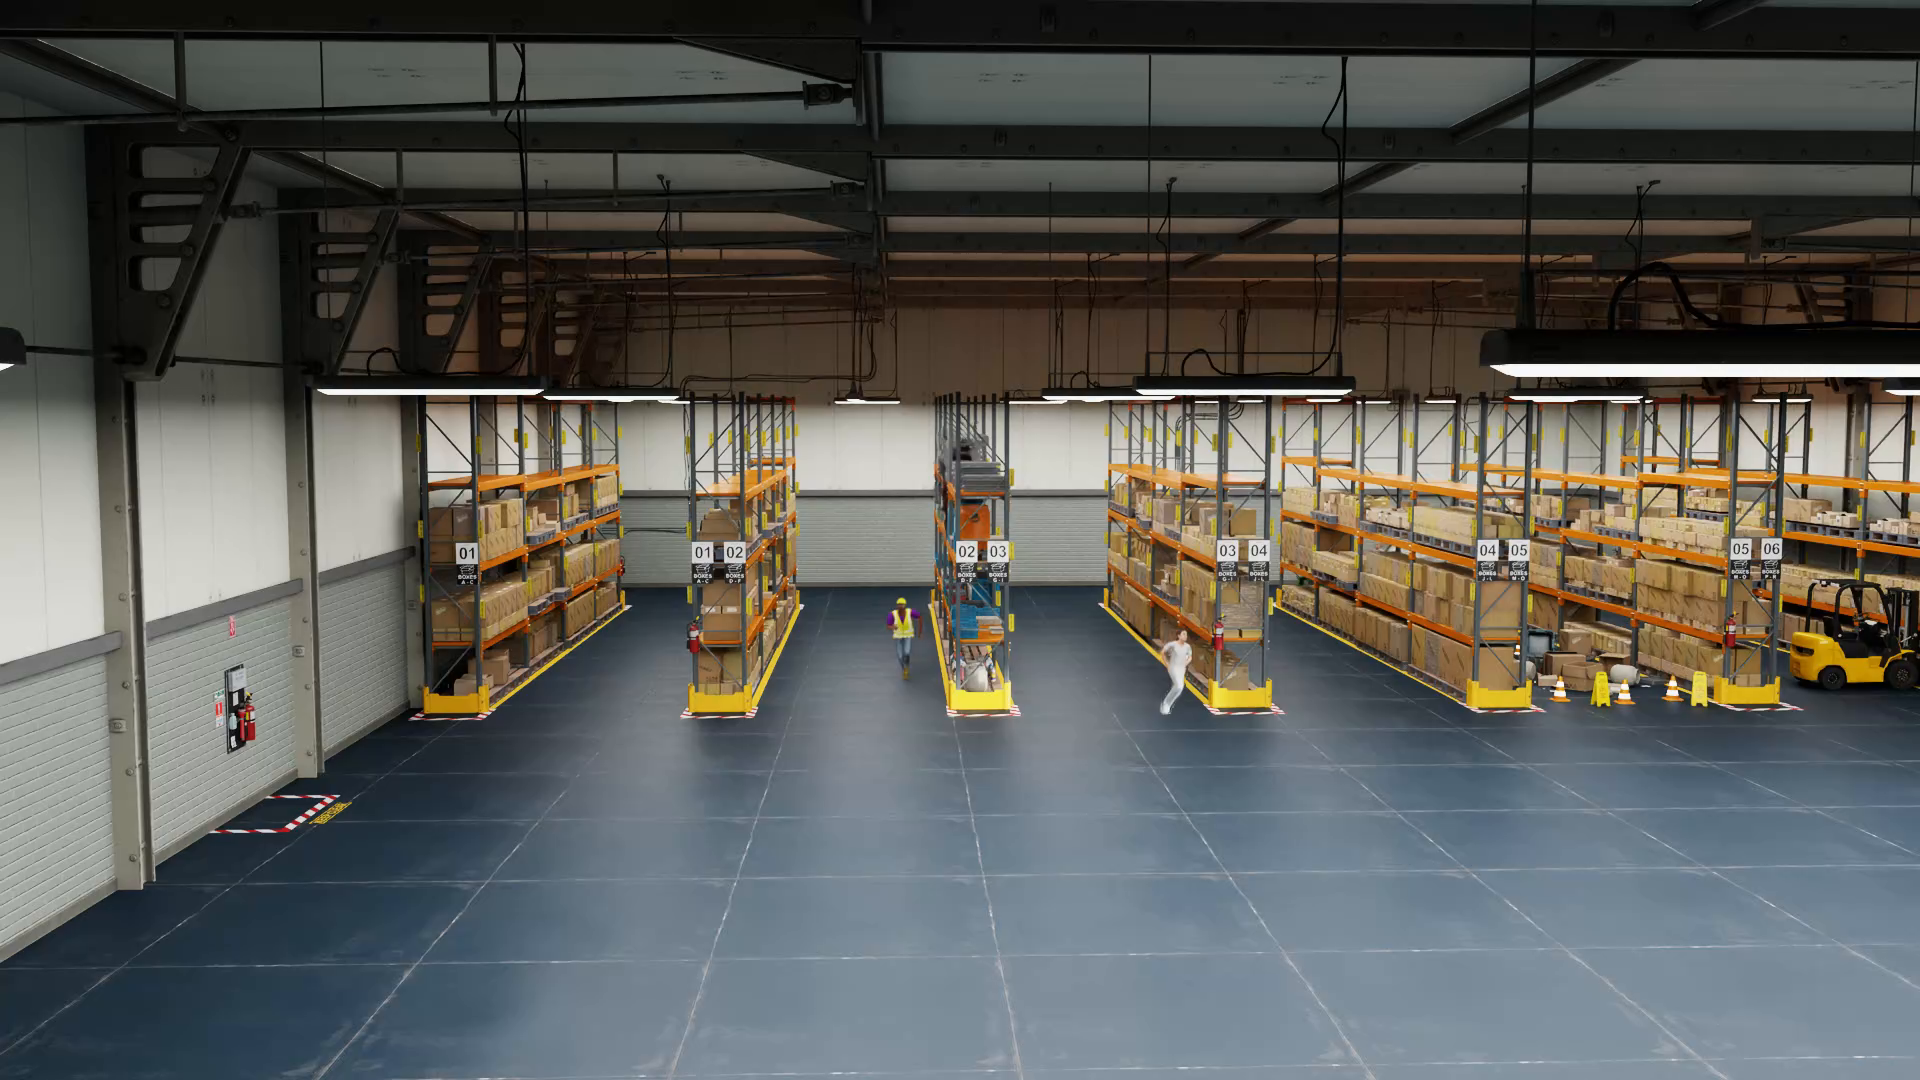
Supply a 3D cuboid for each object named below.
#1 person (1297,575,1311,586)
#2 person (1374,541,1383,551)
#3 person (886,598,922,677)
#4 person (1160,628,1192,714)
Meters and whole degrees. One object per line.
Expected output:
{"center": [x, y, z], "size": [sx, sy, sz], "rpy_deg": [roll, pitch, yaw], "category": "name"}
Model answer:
{"center": [10.158, 0.914, 48.824], "size": [0.974, 1.768, 0.717], "rpy_deg": [3, 5, 31], "category": "person"}
{"center": [12.452, 0.896, 49.586], "size": [0.637, 1.736, 0.709], "rpy_deg": [-2, 5, -20], "category": "person"}
{"center": [-1.171, 2.055, 34.867], "size": [0.743, 1.709, 0.745], "rpy_deg": [0, 5, 2], "category": "person"}
{"center": [4.054, 2.438, 30.905], "size": [0.606, 1.597, 0.599], "rpy_deg": [-2, 5, -28], "category": "person"}
